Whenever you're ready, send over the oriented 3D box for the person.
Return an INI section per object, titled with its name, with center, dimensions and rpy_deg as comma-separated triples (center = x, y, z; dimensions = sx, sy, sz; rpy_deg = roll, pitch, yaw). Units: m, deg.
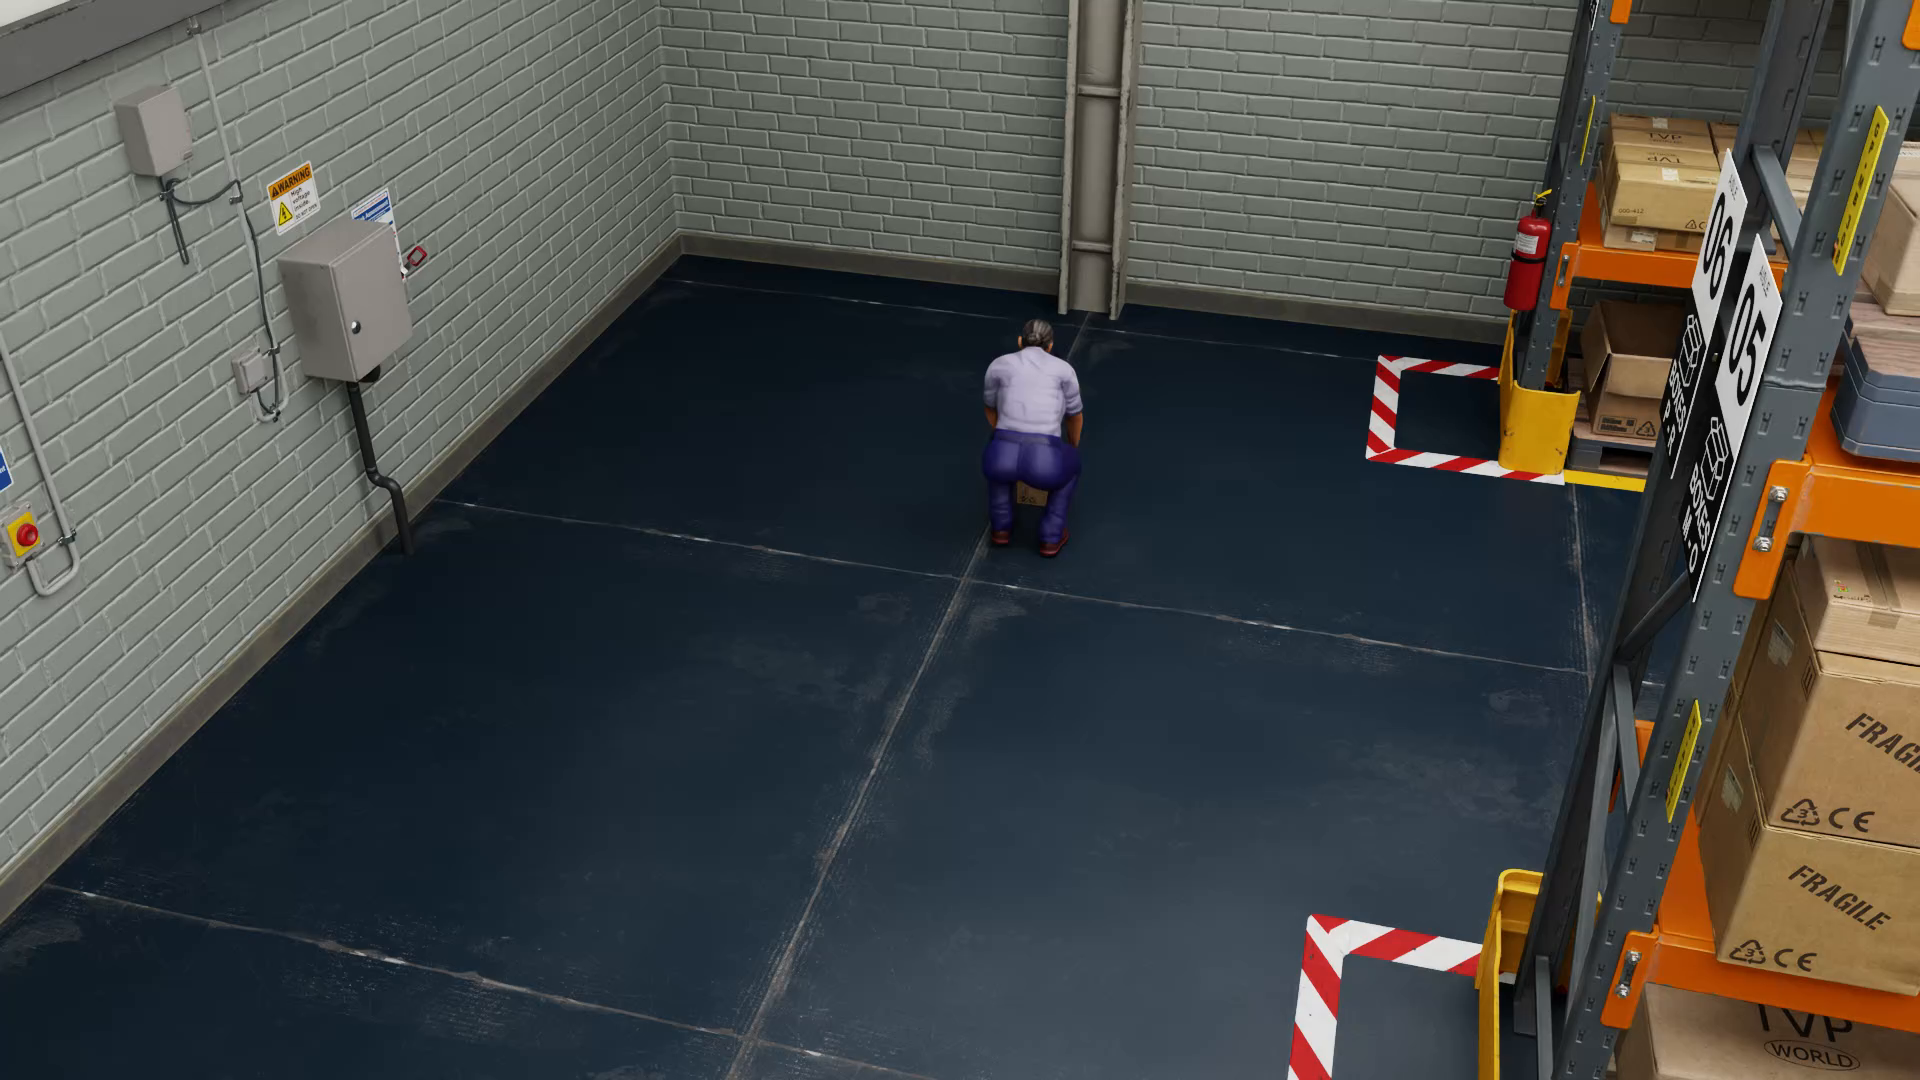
[person]
center = 0.341, -0.494, 8.435
dimensions = 0.536, 1.086, 0.778
rpy_deg = 8, 34, 12
